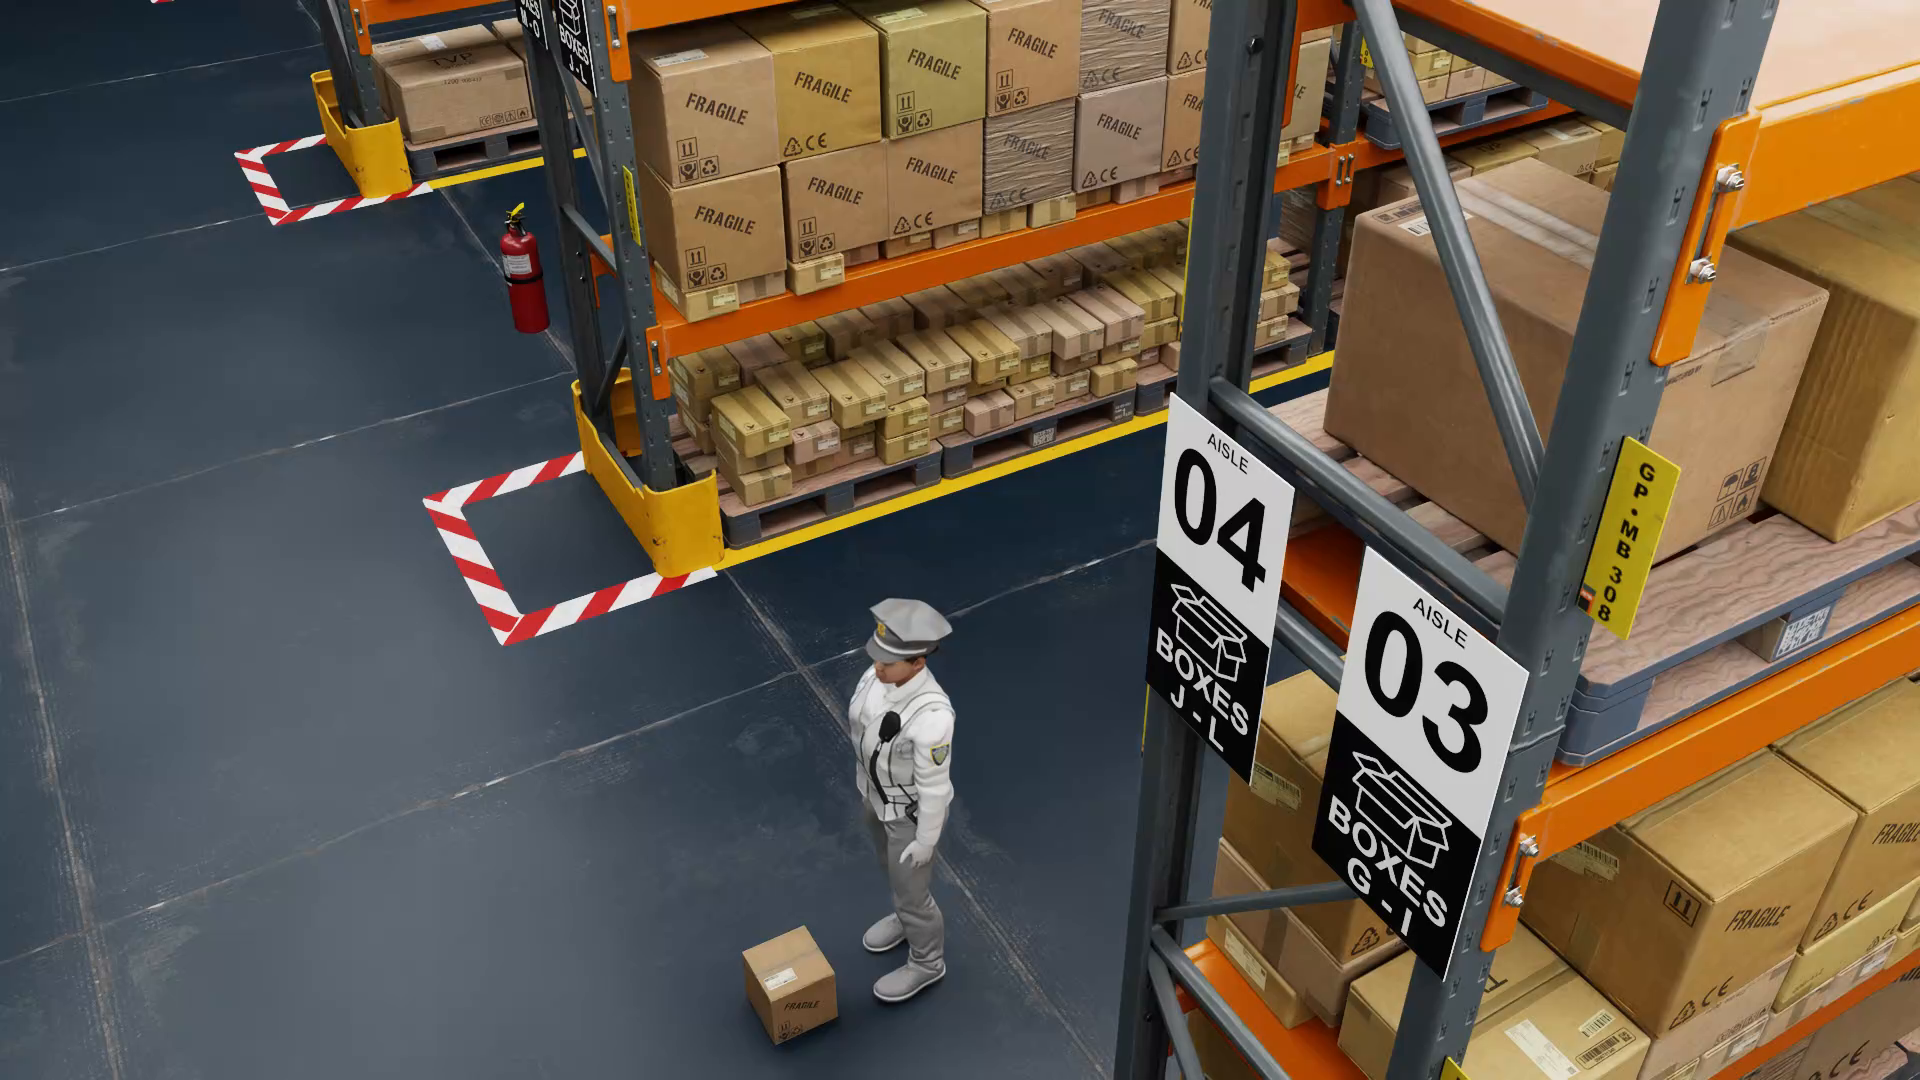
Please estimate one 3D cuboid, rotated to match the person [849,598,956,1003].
[{"bbox_3d":[-0.204,0.902,5.715,0.356,1.683,0.469,-18,41,-22],"label":"person"}]
